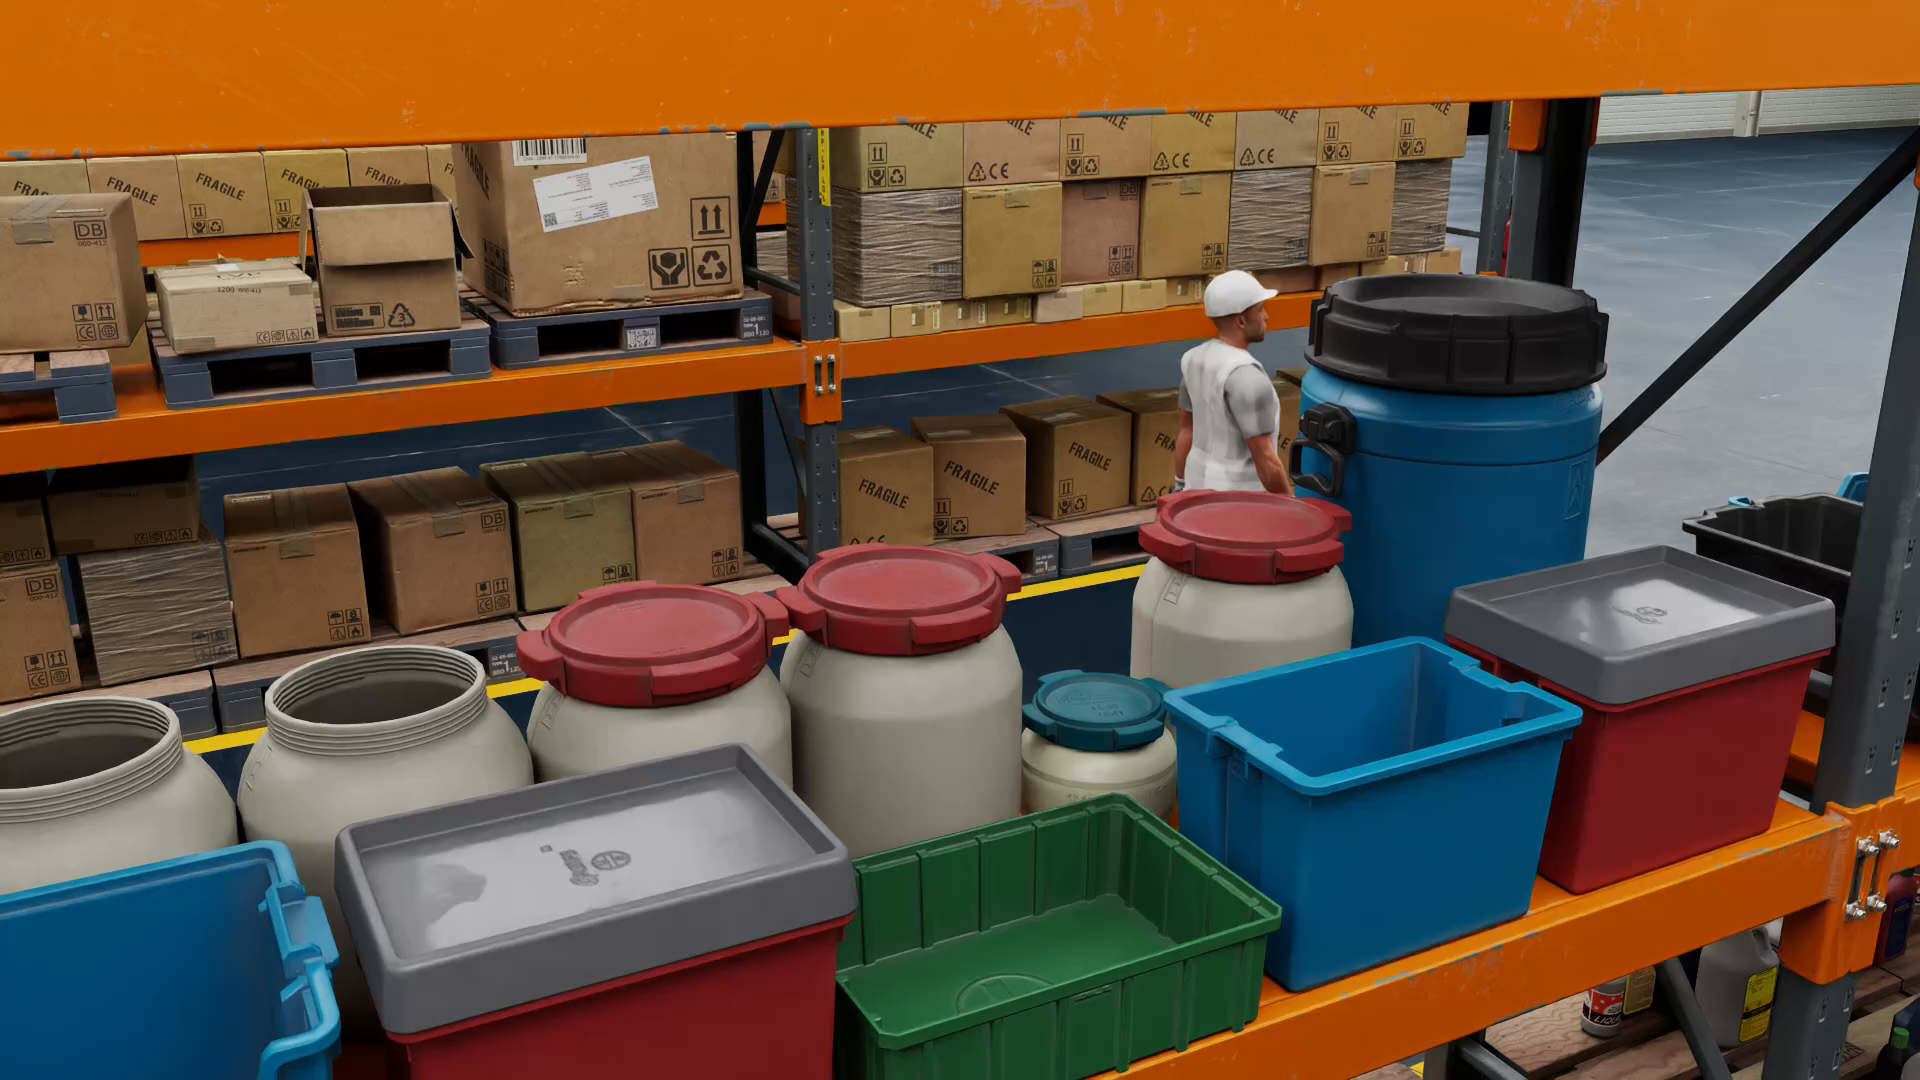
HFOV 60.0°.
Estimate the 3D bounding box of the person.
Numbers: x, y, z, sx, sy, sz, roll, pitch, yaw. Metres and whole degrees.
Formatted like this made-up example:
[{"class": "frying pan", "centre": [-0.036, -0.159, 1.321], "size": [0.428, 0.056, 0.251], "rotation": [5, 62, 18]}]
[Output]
[{"class": "person", "centre": [1.159, -0.163, 6.425], "size": [0.791, 1.761, 0.580], "rotation": [-4, 19, -11]}]
